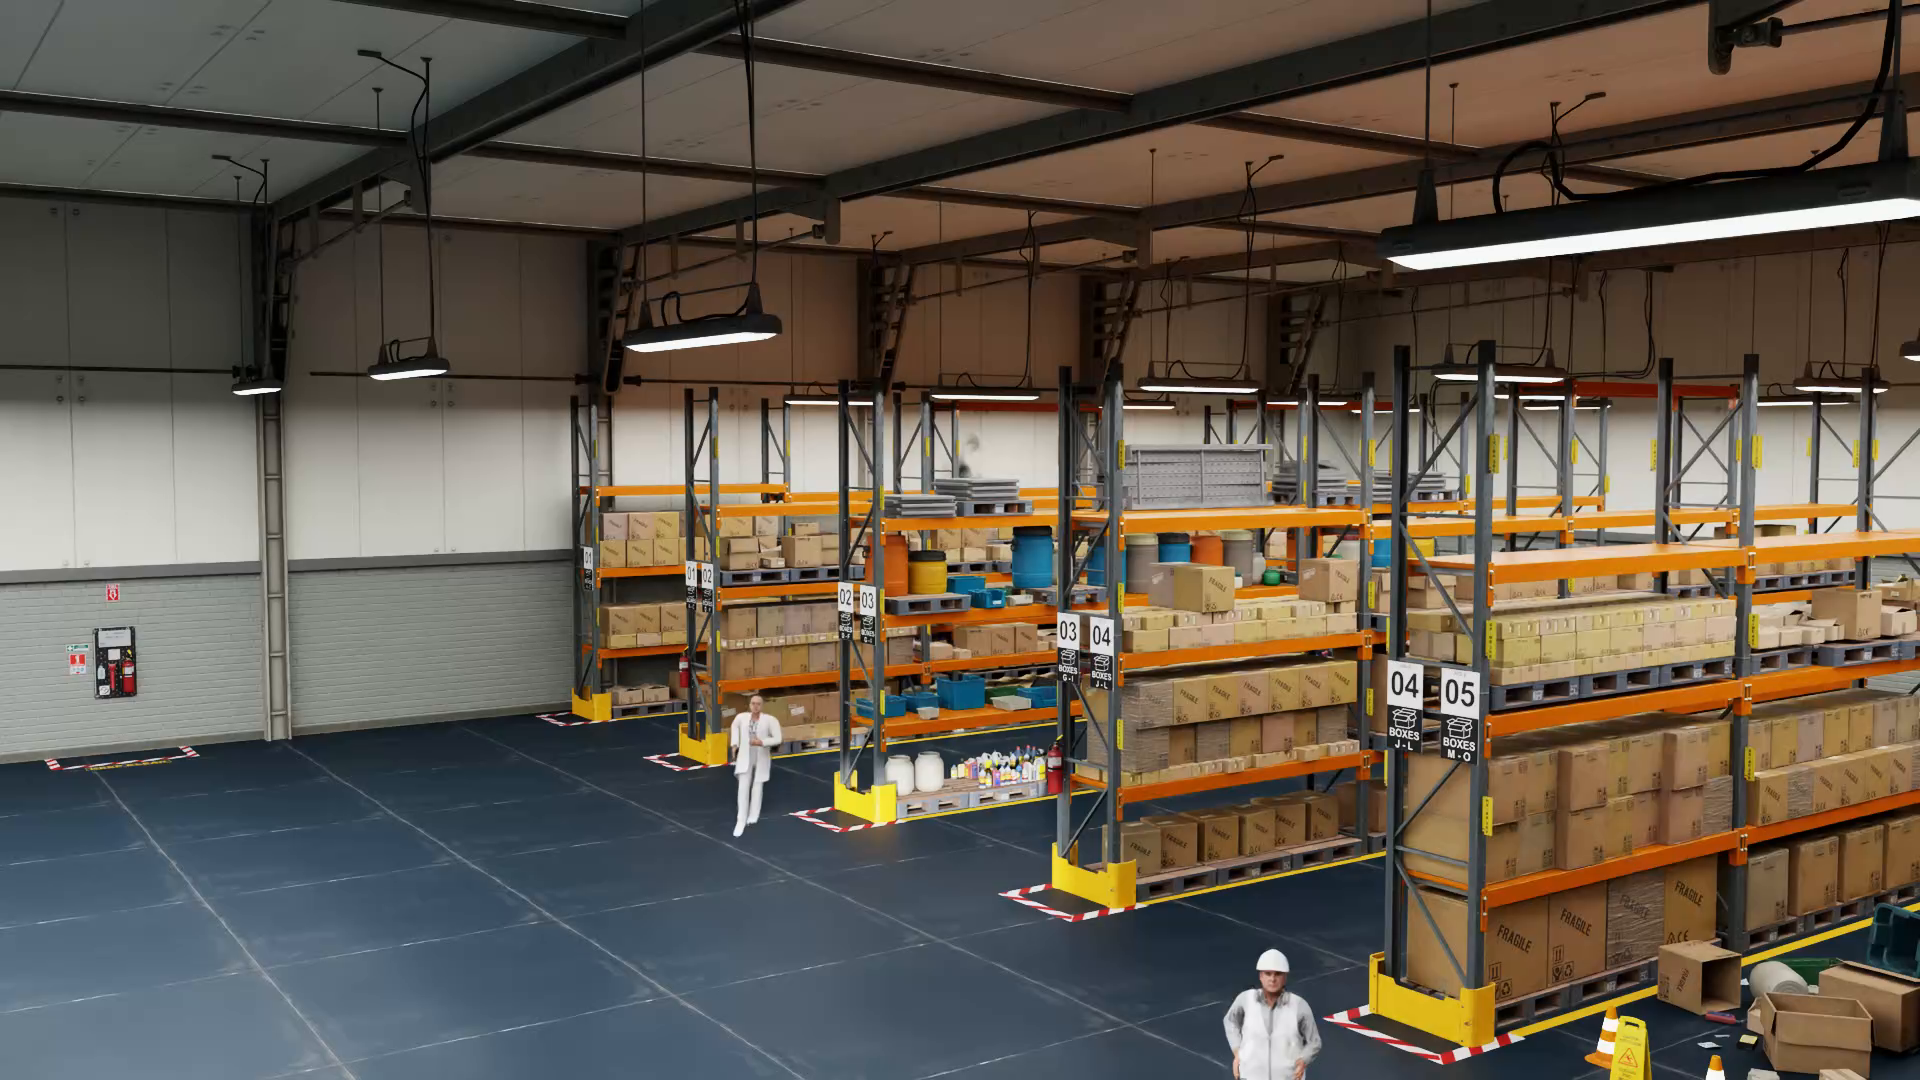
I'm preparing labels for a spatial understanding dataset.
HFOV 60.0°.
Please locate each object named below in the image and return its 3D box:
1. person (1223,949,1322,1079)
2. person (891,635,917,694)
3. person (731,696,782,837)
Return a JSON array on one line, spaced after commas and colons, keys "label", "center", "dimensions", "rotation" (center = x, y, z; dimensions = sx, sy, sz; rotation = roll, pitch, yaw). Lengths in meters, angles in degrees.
[{"label": "person", "center": [2.090, 3.623, 11.164], "dimensions": [0.662, 1.771, 0.880], "rotation": [1, 4, 13]}, {"label": "person", "center": [-1.035, 2.436, 31.384], "dimensions": [0.633, 1.621, 0.582], "rotation": [-3, 5, -44]}, {"label": "person", "center": [-2.691, 2.949, 22.011], "dimensions": [0.684, 1.812, 0.792], "rotation": [0, 3, -3]}]
